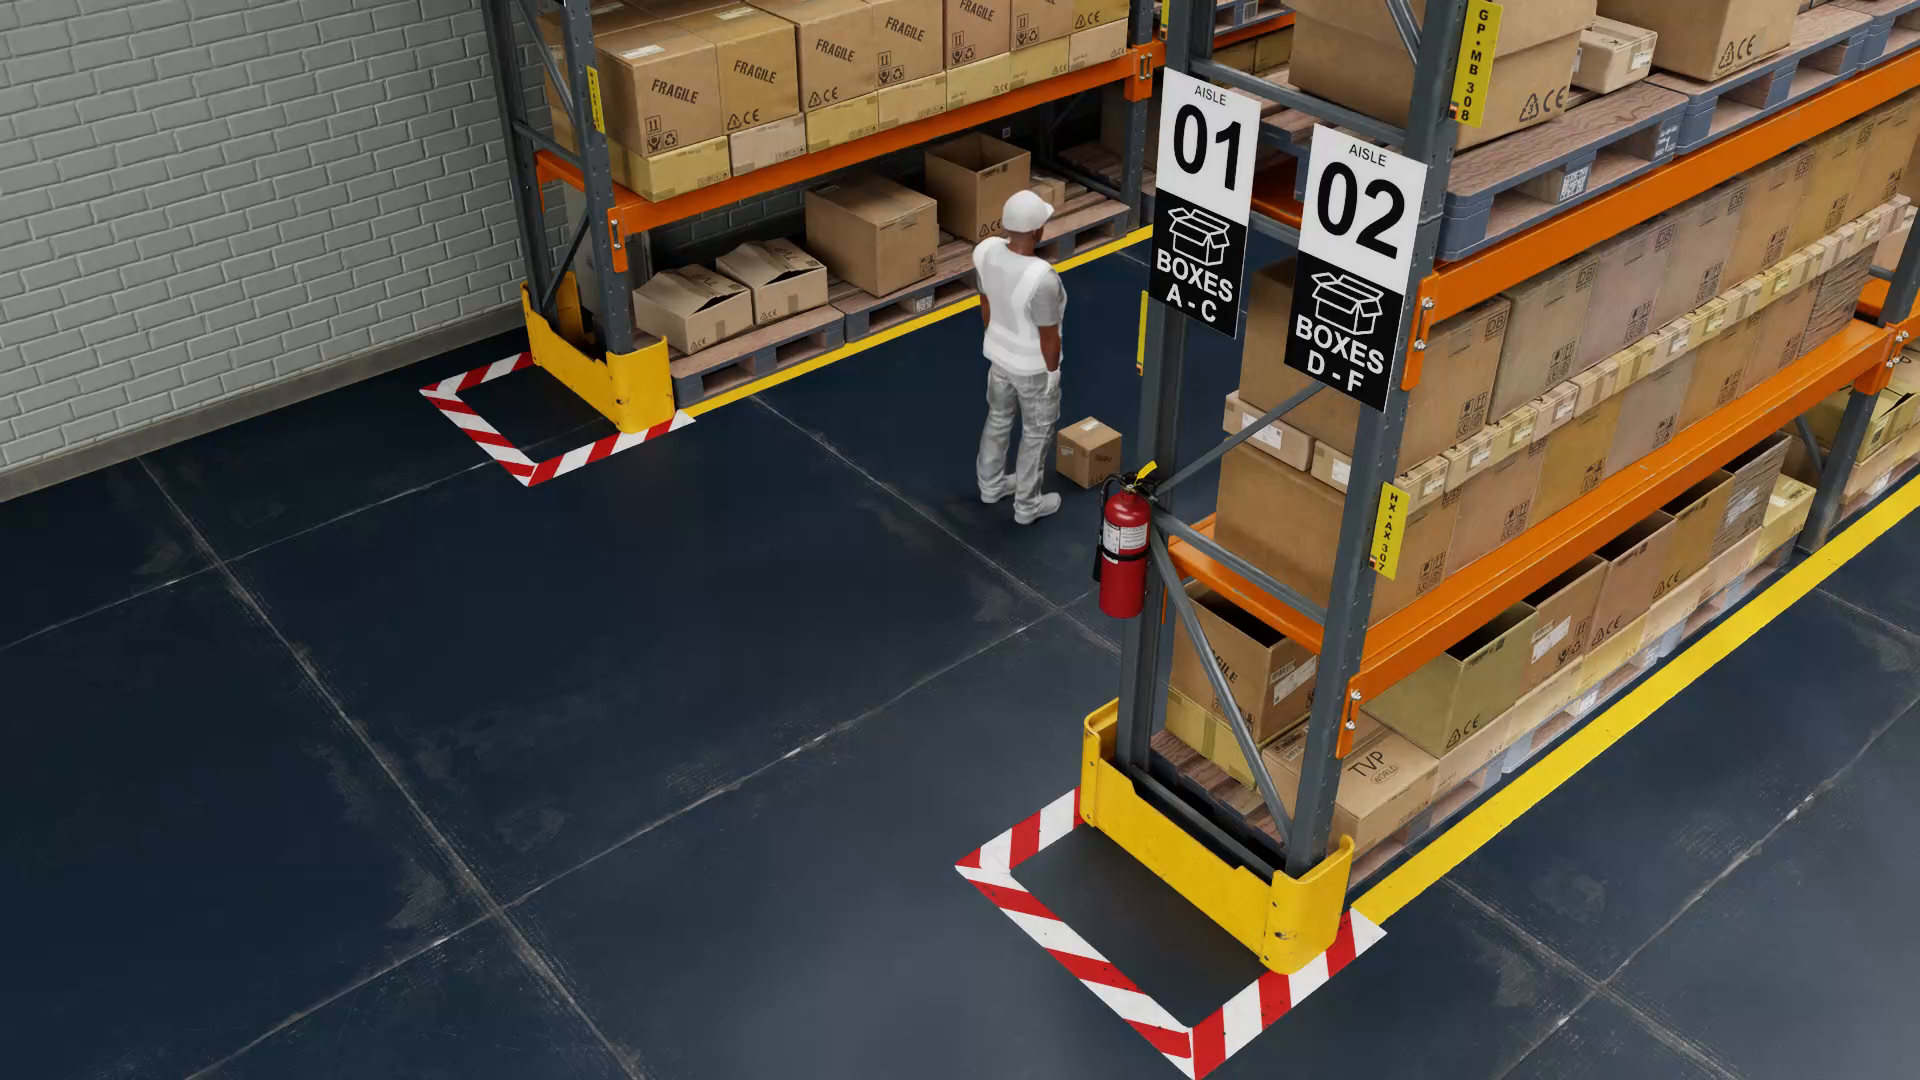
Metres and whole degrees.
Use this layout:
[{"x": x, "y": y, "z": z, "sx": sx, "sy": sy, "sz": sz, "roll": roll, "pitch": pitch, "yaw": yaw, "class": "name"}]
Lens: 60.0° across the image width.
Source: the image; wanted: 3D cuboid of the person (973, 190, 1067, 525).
[{"x": 0.315, "y": -0.917, "z": 8.346, "sx": 0.357, "sy": 1.788, "sz": 0.547, "roll": -25, "pitch": 43, "yaw": -31, "class": "person"}]
